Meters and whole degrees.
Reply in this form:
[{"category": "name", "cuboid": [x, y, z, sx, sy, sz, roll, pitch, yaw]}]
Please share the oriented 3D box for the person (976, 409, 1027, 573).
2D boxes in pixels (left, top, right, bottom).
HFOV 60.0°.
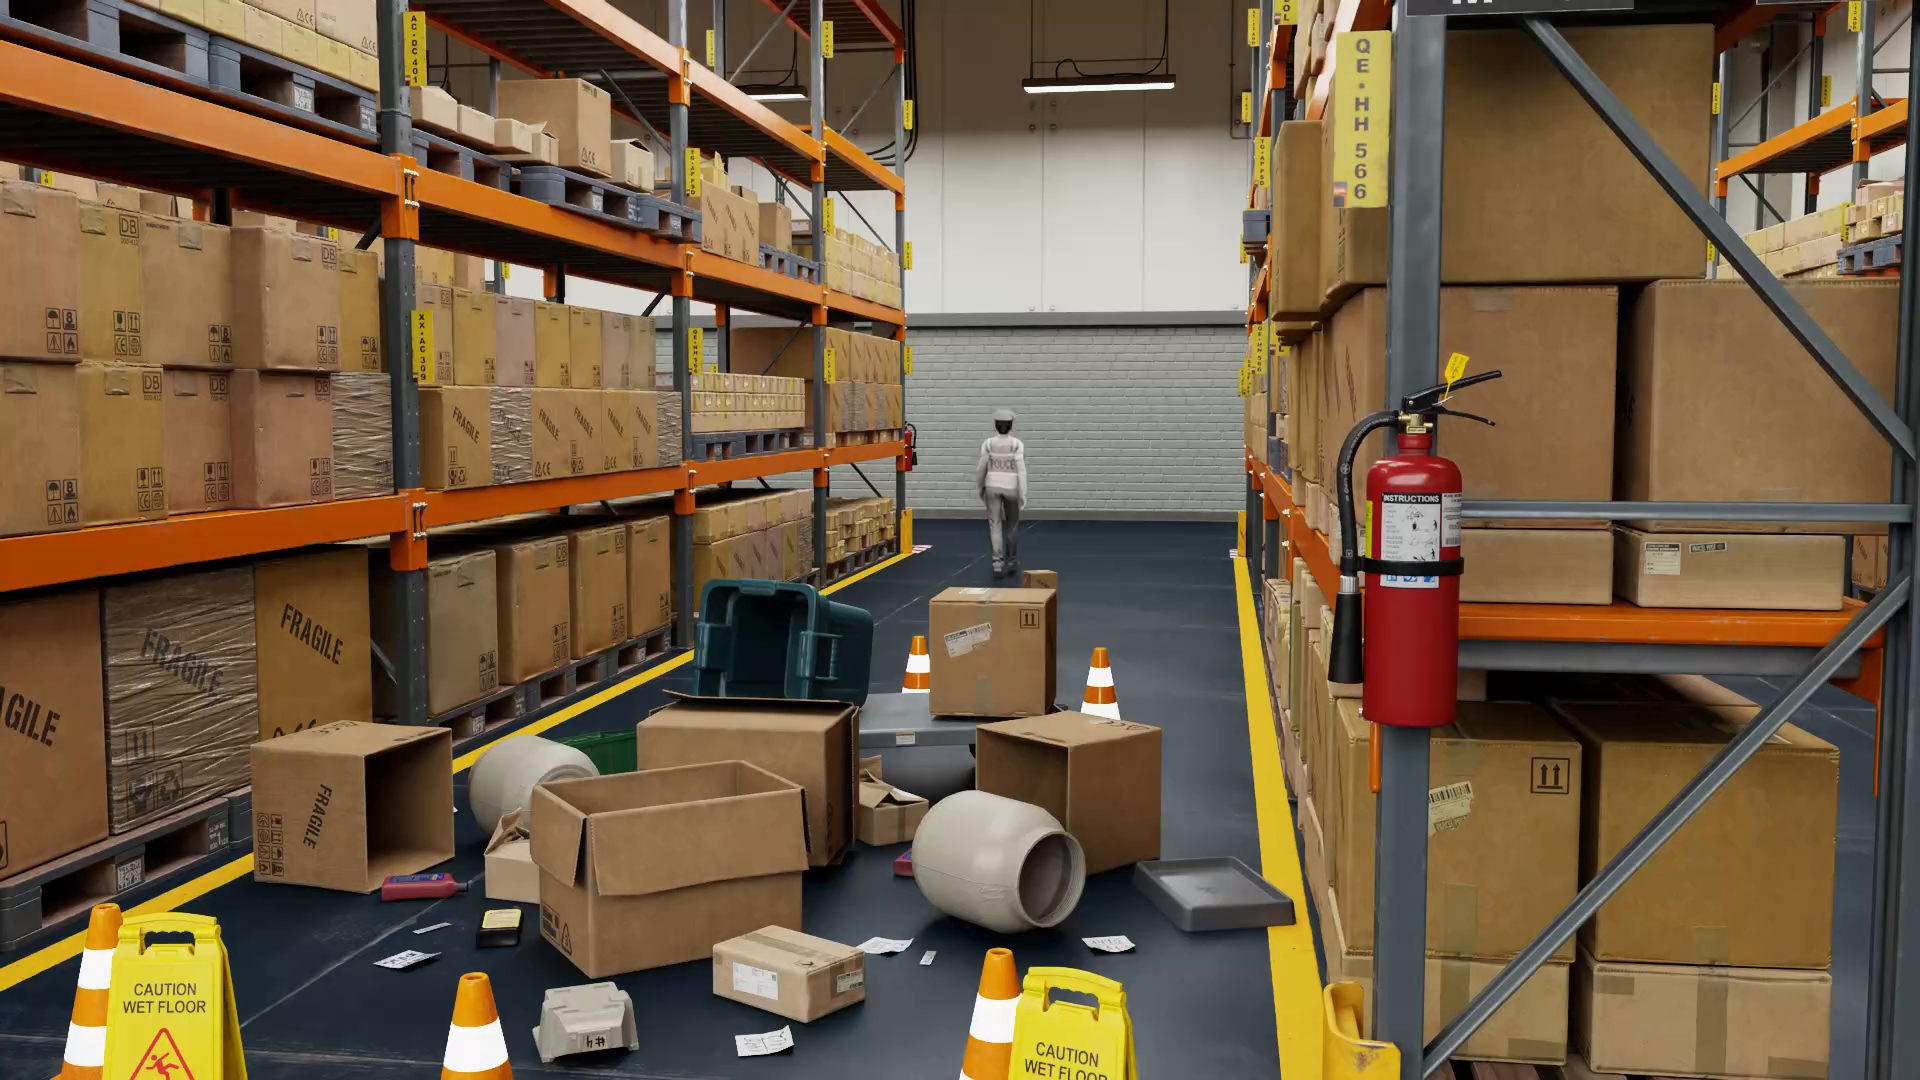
[{"category": "person", "cuboid": [0.418, -0.508, 16.877, 0.508, 1.636, 0.977, 0, 5, 0]}]
